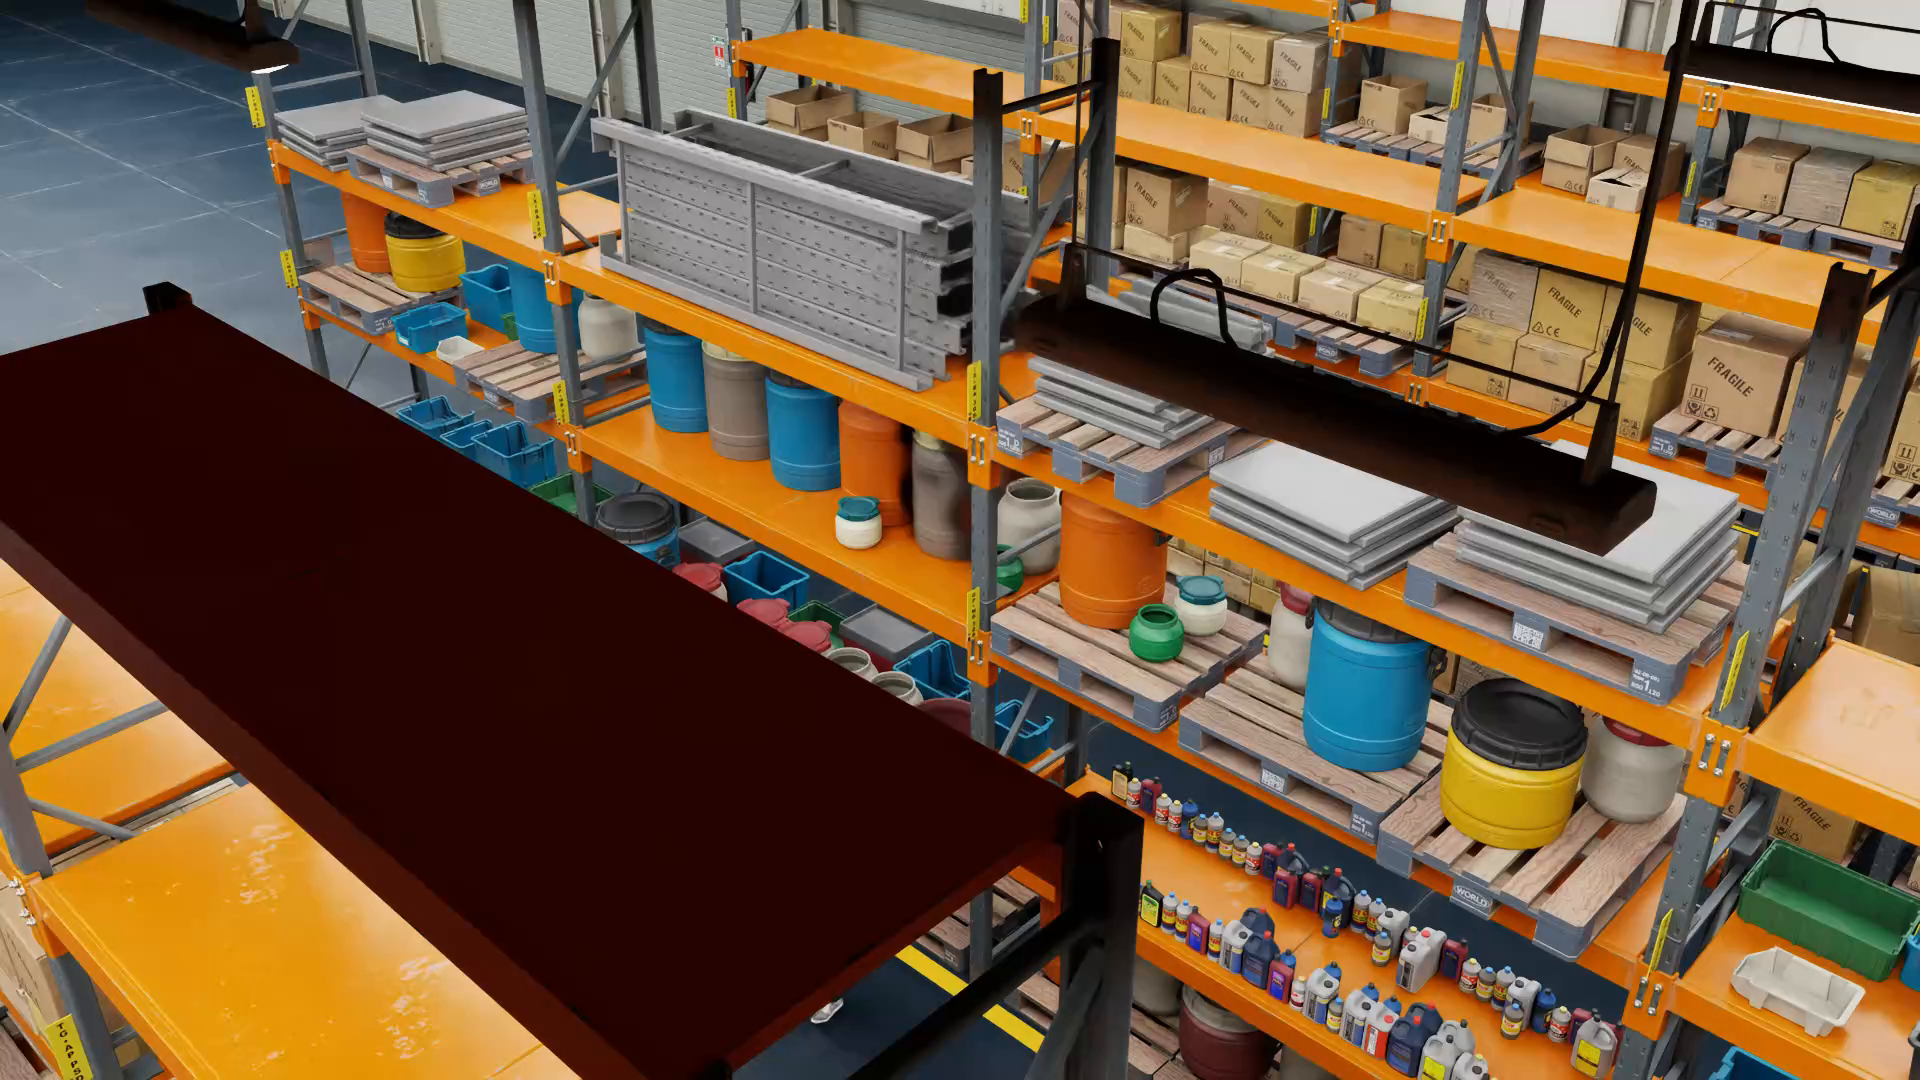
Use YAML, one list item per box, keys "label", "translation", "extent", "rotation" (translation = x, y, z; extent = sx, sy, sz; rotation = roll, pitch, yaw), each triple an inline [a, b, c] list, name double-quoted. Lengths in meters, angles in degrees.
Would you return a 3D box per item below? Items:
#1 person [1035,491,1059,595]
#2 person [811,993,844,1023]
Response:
- label: "person"
  translation: [0.766, 0.357, 13.893]
  extent: [0.784, 1.714, 0.701]
  rotation: [-3, 30, -5]
- label: "person"
  translation: [-1.161, 2.358, 10.512]
  extent: [0.795, 1.532, 0.559]
  rotation: [-5, 30, -9]
